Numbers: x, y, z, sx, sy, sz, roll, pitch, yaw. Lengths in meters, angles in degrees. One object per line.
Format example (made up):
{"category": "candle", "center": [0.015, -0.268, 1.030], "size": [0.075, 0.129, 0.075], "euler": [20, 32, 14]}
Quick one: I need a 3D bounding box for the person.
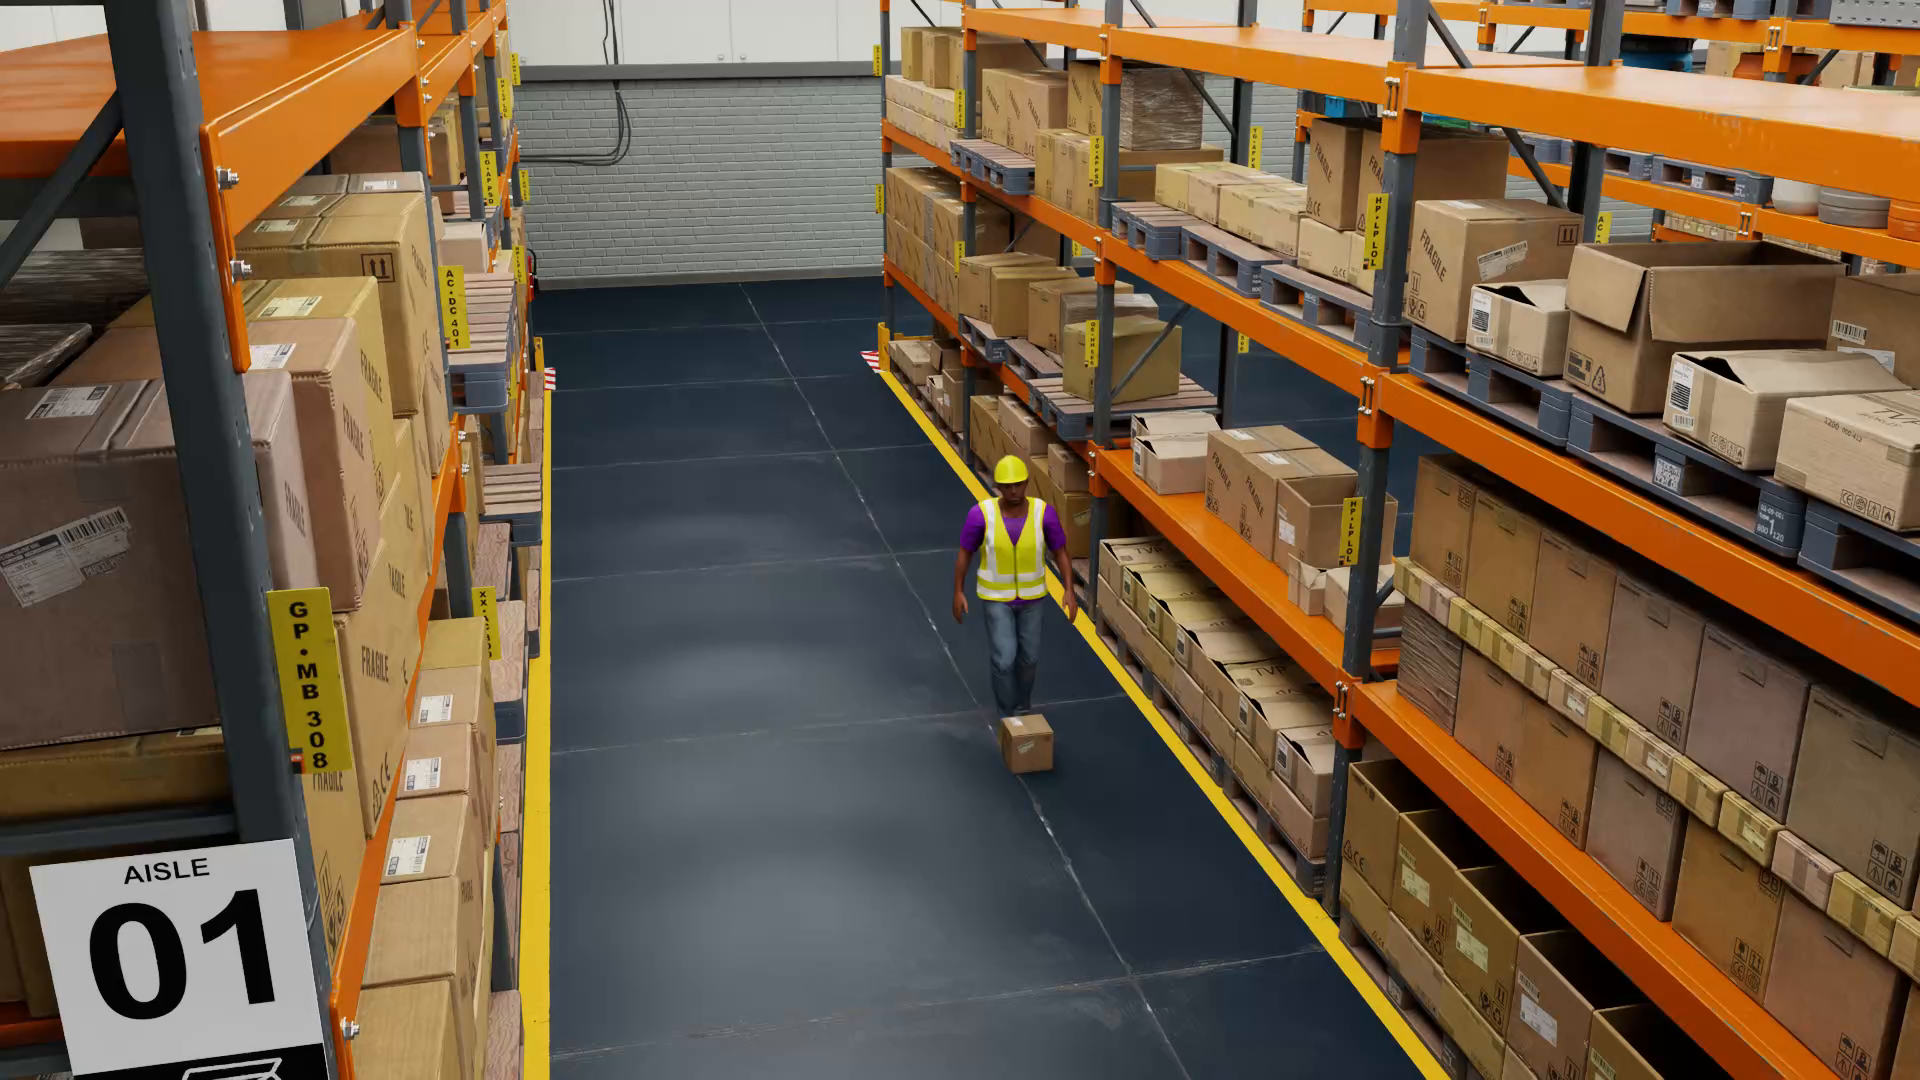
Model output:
{"category": "person", "center": [0.331, 0.392, 10.025], "size": [0.718, 1.822, 0.502], "euler": [-4, 20, -11]}
